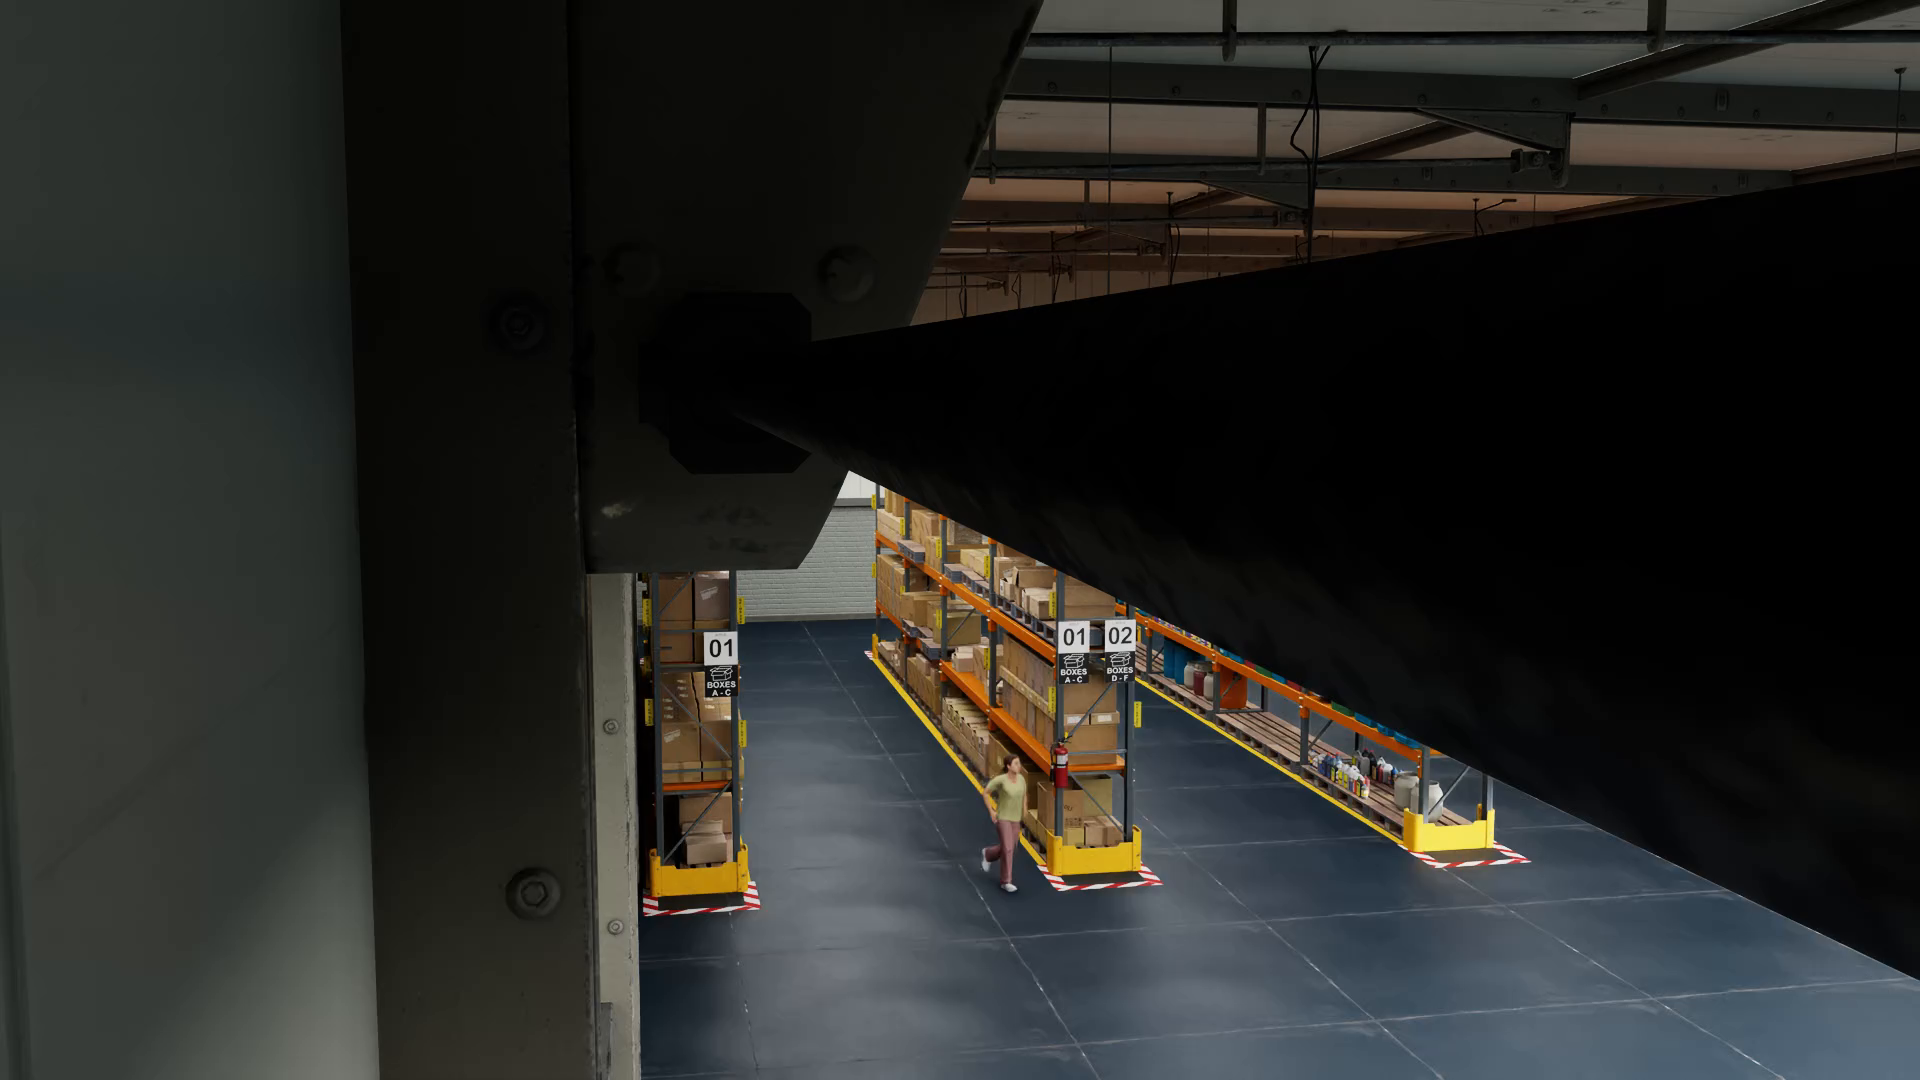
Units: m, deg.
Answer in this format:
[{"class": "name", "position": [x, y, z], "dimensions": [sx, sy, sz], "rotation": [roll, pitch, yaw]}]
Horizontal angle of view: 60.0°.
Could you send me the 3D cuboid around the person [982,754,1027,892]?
[{"class": "person", "position": [0.579, 3.431, 20.439], "dimensions": [0.619, 1.616, 0.792], "rotation": [-4, 7, -32]}]
